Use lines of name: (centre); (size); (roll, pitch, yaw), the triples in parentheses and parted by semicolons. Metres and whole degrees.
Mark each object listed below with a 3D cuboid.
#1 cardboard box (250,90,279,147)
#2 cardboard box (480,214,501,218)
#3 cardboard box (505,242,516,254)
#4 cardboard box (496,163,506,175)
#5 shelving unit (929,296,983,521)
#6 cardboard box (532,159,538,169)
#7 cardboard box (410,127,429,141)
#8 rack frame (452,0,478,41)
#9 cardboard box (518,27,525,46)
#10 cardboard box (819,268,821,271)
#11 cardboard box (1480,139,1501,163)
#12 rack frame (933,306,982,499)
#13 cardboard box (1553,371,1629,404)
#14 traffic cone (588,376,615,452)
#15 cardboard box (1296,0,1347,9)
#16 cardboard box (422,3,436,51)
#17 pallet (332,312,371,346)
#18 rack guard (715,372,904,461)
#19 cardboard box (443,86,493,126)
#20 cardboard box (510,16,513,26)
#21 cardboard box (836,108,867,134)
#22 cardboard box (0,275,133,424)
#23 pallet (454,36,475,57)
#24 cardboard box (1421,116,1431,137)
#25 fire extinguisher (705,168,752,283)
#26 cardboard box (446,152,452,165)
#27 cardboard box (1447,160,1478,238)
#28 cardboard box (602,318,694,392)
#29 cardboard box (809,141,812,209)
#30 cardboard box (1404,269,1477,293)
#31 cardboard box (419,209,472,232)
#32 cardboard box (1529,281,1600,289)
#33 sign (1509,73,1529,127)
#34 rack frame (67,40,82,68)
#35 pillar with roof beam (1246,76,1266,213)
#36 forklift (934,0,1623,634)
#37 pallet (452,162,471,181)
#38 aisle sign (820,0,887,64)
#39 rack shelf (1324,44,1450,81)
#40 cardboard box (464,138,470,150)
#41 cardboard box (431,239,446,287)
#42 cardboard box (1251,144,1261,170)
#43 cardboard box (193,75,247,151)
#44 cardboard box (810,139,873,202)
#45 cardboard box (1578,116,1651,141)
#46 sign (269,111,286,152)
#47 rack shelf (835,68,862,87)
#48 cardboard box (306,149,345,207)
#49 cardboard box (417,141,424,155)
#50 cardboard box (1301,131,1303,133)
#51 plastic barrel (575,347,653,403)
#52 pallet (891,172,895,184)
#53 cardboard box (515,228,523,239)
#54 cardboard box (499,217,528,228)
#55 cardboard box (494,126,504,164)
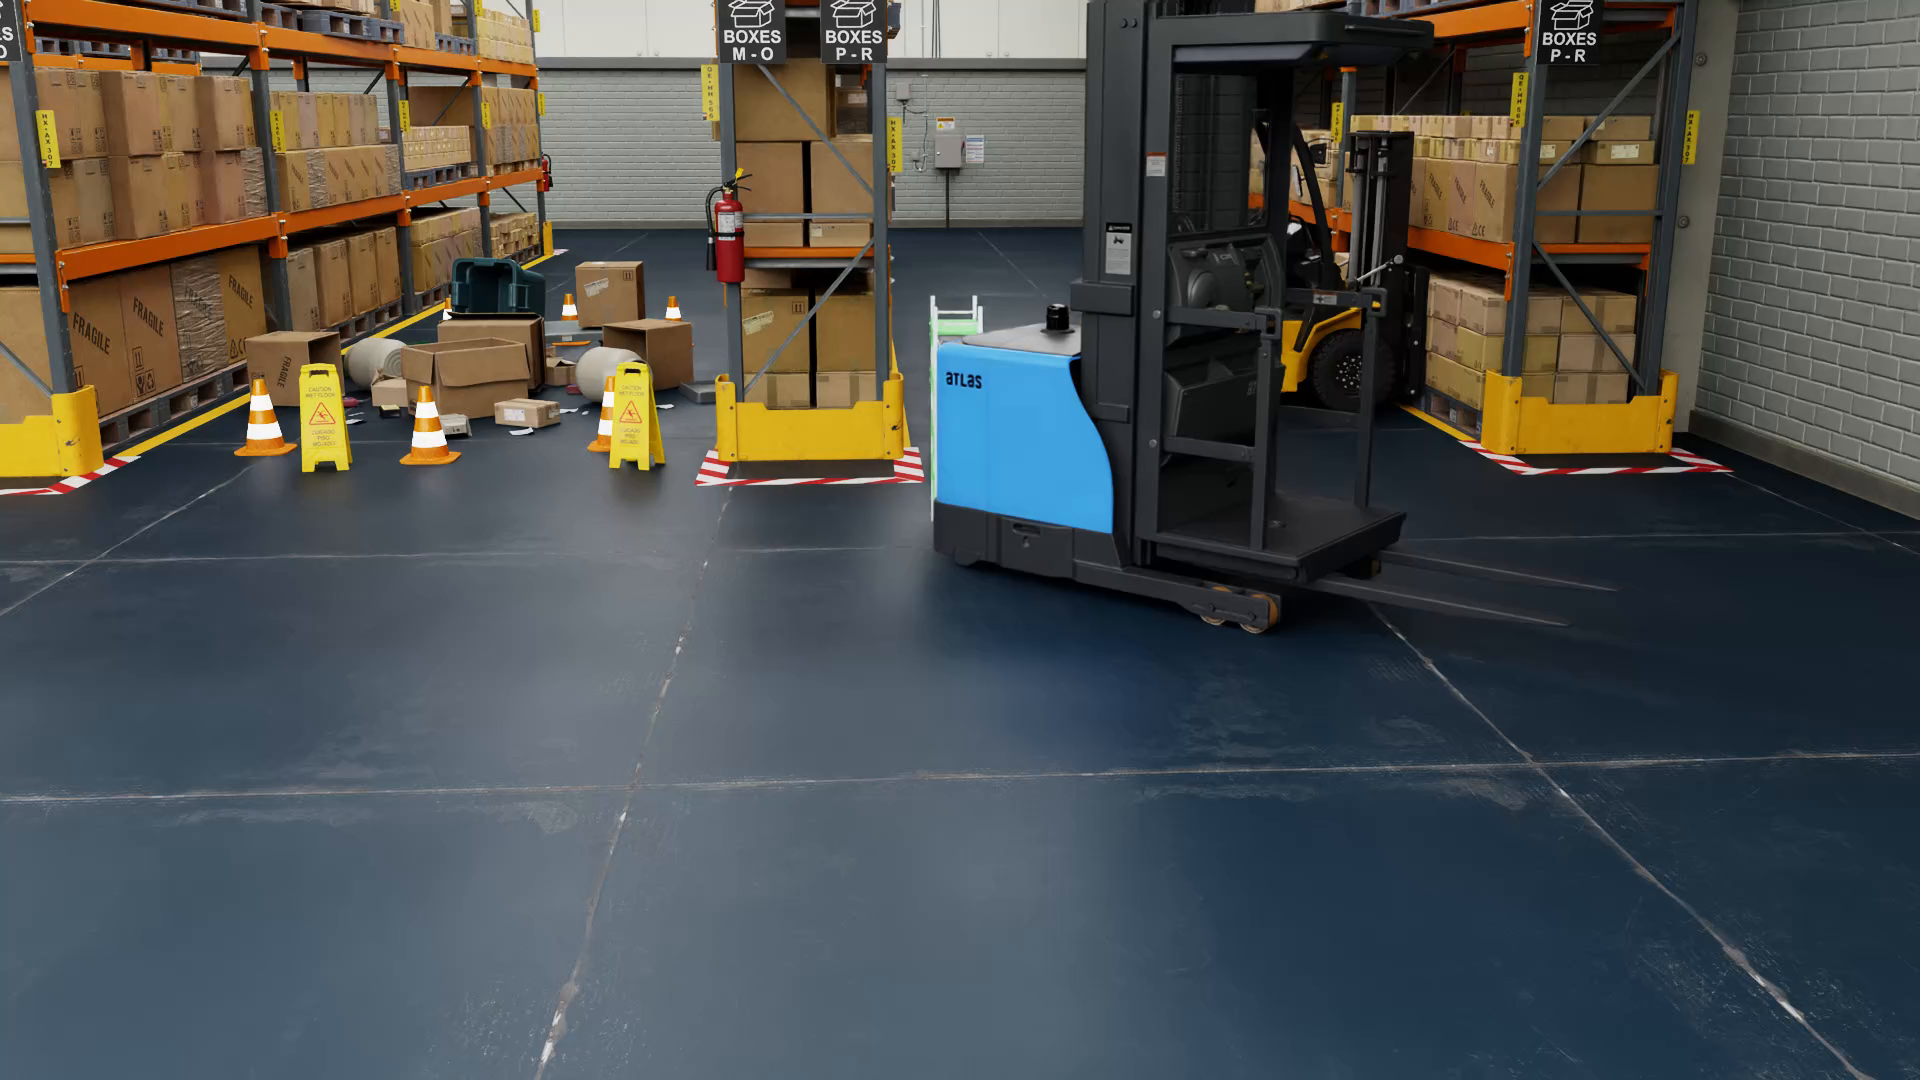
cardboard box: (-6.163, -3.527, 14.009); (0.700, 0.500, 0.500); (-1, 14, -4)
cardboard box: (-7.040, -4.764, 24.708); (0.380, 0.149, 0.250); (-1, 14, -2)
cardboard box: (-6.445, -4.101, 23.325); (0.380, 0.149, 0.250); (-1, 14, -5)
cardboard box: (-6.434, -5.075, 22.735); (0.380, 0.149, 0.250); (-1, 14, -2)
shelving unit: (-0.021, -0.625, 8.547); (0.258, 1.200, 0.503); (-1, 14, -2)
cardboard box: (-6.568, -5.657, 24.999); (0.380, 0.149, 0.250); (-1, 14, -3)
cardboard box: (-6.274, -4.615, 18.911); (0.380, 0.149, 0.250); (0, 14, -1)
rack frame: (-6.622, -7.766, 20.652); (1.000, 3.000, 0.127); (-1, 14, -3)
cardboard box: (-6.555, -7.240, 23.924); (0.500, 0.250, 0.500); (-1, 14, -5)
cardboard box: (-0.855, -1.938, 13.211); (0.500, 0.500, 0.500); (-1, 14, -2)
cardboard box: (3.663, -2.563, 10.967); (0.380, 0.149, 0.250); (-1, 14, -3)
rack frame: (-0.011, -0.564, 8.311); (0.240, 1.200, 0.015); (-1, 14, -2)
cardboard box: (4.174, -1.053, 11.273); (0.500, 0.250, 0.500); (-1, 14, -3)
traffic cone: (-2.259, -0.837, 10.849); (0.336, 0.463, 0.334); (-1, 14, -3)
cardboard box: (3.426, -5.079, 15.362); (0.500, 0.311, 0.500); (-1, 14, -5)
cardboard box: (-6.219, -5.762, 18.681); (0.500, 0.500, 0.500); (-1, 14, -3)
pallet: (-6.328, -2.016, 15.937); (1.003, 0.211, 1.213); (-1, 14, -3)
rack guard: (-0.949, -0.786, 10.580); (1.175, 0.500, 0.348); (-1, 14, -3)
cardboard box: (-6.407, -5.654, 21.676); (0.500, 0.500, 0.500); (-1, 14, -2)
cardboard box: (-6.542, -7.338, 23.505); (0.380, 0.149, 0.250); (-1, 14, -5)
cardboard box: (-0.935, -3.490, 14.430); (0.500, 0.500, 0.500); (-1, 14, -2)
cardboard box: (-5.987, -1.219, 10.664); (0.875, 0.875, 0.875); (-1, 14, -3)
pallet: (-6.690, -6.068, 20.446); (1.213, 0.211, 1.003); (-1, 14, -3)
cardboard box: (3.677, -3.092, 12.426); (0.380, 0.149, 0.250); (-1, 14, -3)
fire extinguisher: (-1.397, -1.905, 10.066); (0.296, 0.674, 0.183); (-1, 14, -3)
cardboard box: (-6.332, -4.589, 20.003); (0.380, 0.149, 0.250); (-2, 15, -6)
cardboard box: (3.694, -2.352, 11.446); (0.500, 0.500, 0.500); (0, 14, -2)
cardboard box: (-2.484, -1.476, 13.255); (0.500, 0.500, 0.500); (10, 18, 35)
cardboard box: (-1.320, -2.677, 12.113); (0.500, 0.500, 0.500); (-1, 14, -3)
cardboard box: (3.567, -1.900, 12.559); (0.500, 0.250, 0.500); (-1, 14, -5)
cardboard box: (-6.305, -3.908, 20.363); (0.500, 0.250, 0.500); (0, 14, -1)
cardboard box: (4.134, -1.658, 11.621); (0.500, 0.250, 0.500); (-1, 14, -3)
sign: (3.467, -2.726, 10.303); (0.100, 0.325, 0.005); (-1, 14, -3)
rack frame: (-11.579, -4.810, 21.199); (1.000, 3.000, 0.127); (-1, 14, -3)
pillar with roof beam: (-0.174, -8.066, 21.817); (9.100, 9.000, 0.400); (-1, 14, -3)
forklift: (1.343, -1.175, 7.210); (3.031, 2.935, 1.130); (11, 18, 37)
pallet: (-6.720, -4.576, 20.676); (1.003, 0.211, 1.213); (-1, 14, -3)
aisle sign: (-0.631, -3.227, 9.830); (0.394, 0.787, 0.004); (-1, 14, -3)
rack shelf: (3.638, -4.652, 16.012); (1.077, 0.370, 4.000); (-1, 14, -3)
cardboard box: (-6.401, -4.991, 20.968); (0.380, 0.149, 0.250); (0, 14, -2)
cardboard box: (-6.198, -3.164, 18.977); (0.500, 0.500, 0.500); (-1, 14, -3)
cardboard box: (3.327, -3.976, 17.258); (0.500, 0.250, 0.500); (0, 14, -2)
cardboard box: (-5.988, -3.240, 12.630); (0.875, 0.550, 0.550); (-1, 14, -3)
cardboard box: (-0.732, -2.421, 11.120); (0.500, 0.500, 0.500); (0, 14, -2)
cardboard box: (4.202, -2.649, 10.703); (0.380, 0.149, 0.250); (-1, 14, -5)
sign: (-5.573, -3.338, 13.584); (0.100, 0.325, 0.005); (-1, 14, -3)
rack shelf: (-1.812, -6.564, 23.443); (1.077, 0.370, 4.000); (-1, 14, -3)
cardboard box: (-5.951, -3.305, 15.150); (0.500, 0.500, 0.500); (-1, 14, -4)
cardboard box: (-6.259, -4.412, 18.718); (0.380, 0.149, 0.250); (-1, 14, -3)
cardboard box: (3.410, -3.812, 15.820); (0.380, 0.149, 0.250); (-1, 14, -3)
plastic barrel: (-2.584, -1.221, 12.422); (0.512, 0.421, 0.421); (10, 18, 35)
pallet: (-1.290, -3.699, 17.269); (1.213, 0.211, 1.003); (-1, 14, -3)
cardboard box: (-6.476, -4.374, 23.788); (0.380, 0.149, 0.250); (0, 14, -1)
cardboard box: (-6.458, -4.582, 23.999); (0.380, 0.149, 0.250); (0, 14, -1)
cardboard box: (-6.439, -5.303, 22.322); (0.500, 0.500, 0.500); (-1, 14, -3)
